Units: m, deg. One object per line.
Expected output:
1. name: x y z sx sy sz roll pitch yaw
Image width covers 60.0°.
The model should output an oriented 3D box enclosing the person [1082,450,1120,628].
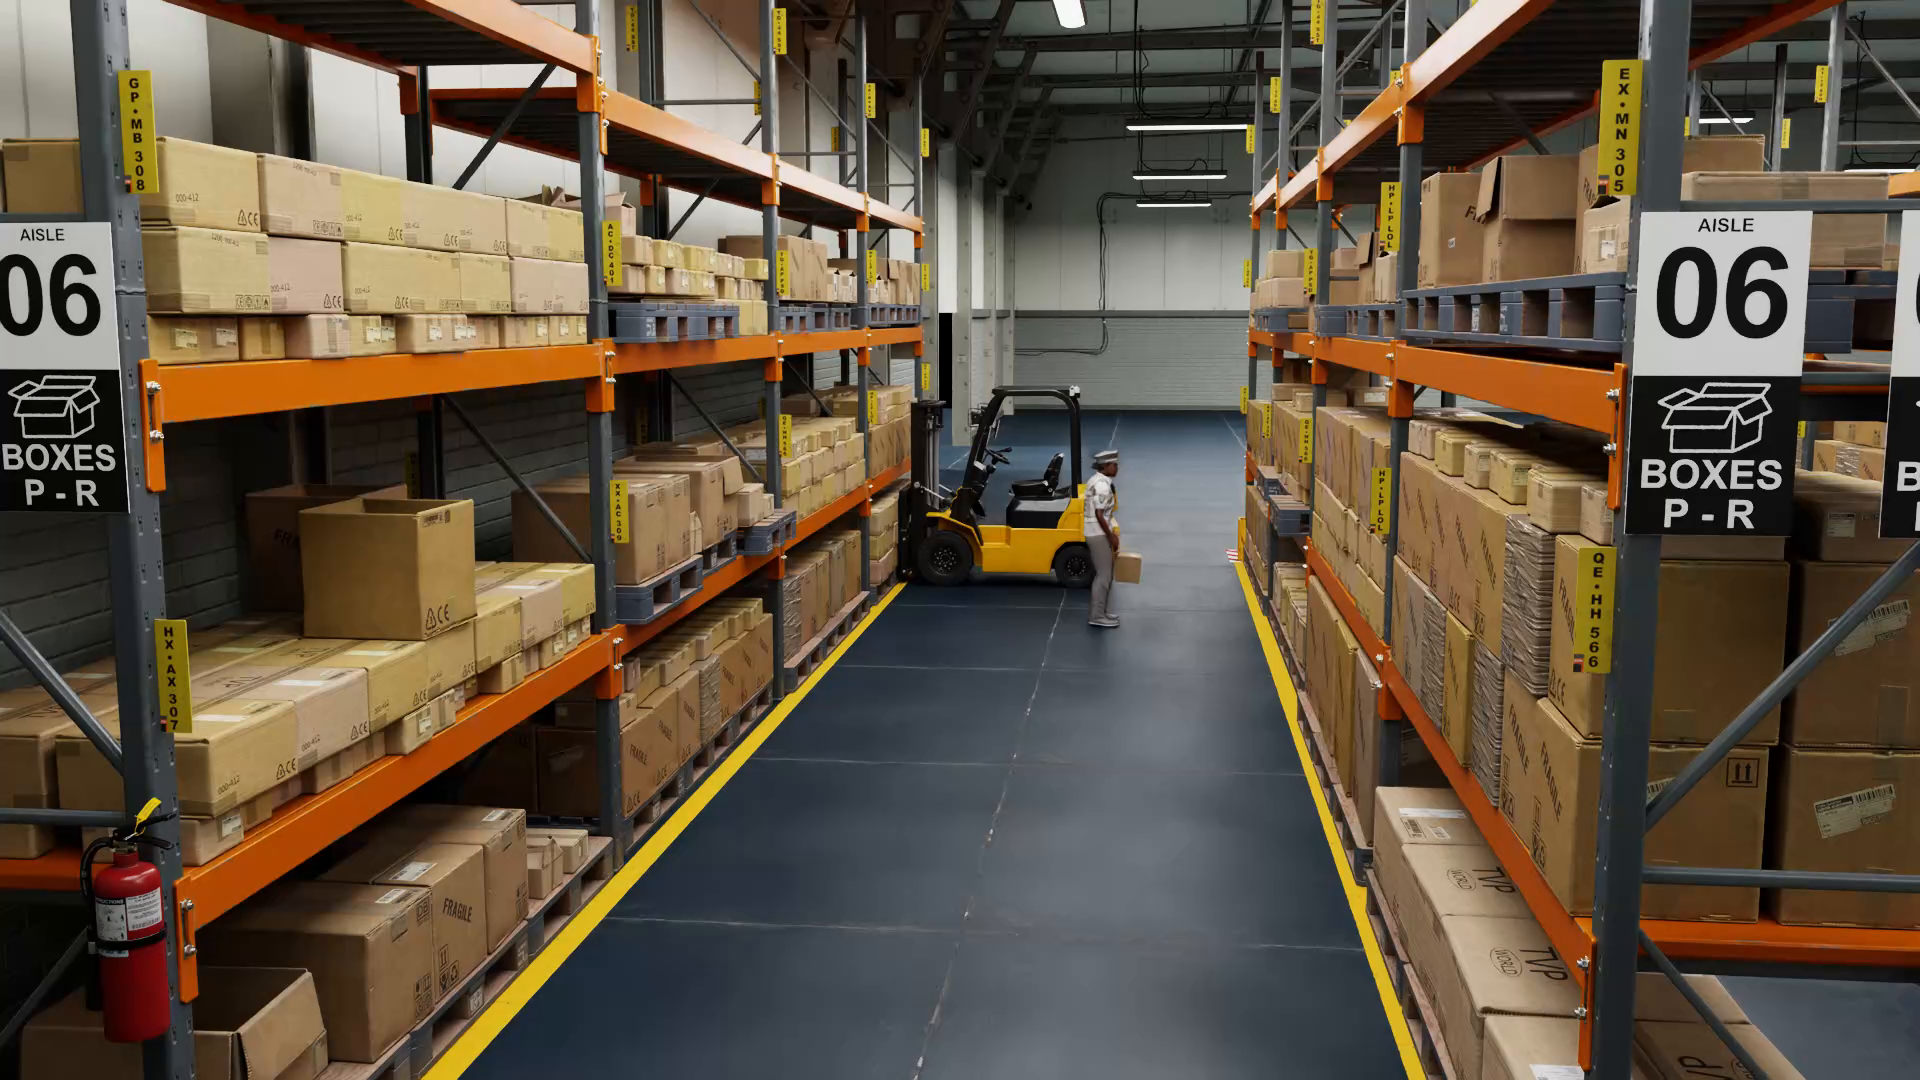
1. person: 1.359 -0.025 15.938 0.370 1.672 0.492 1 8 5
